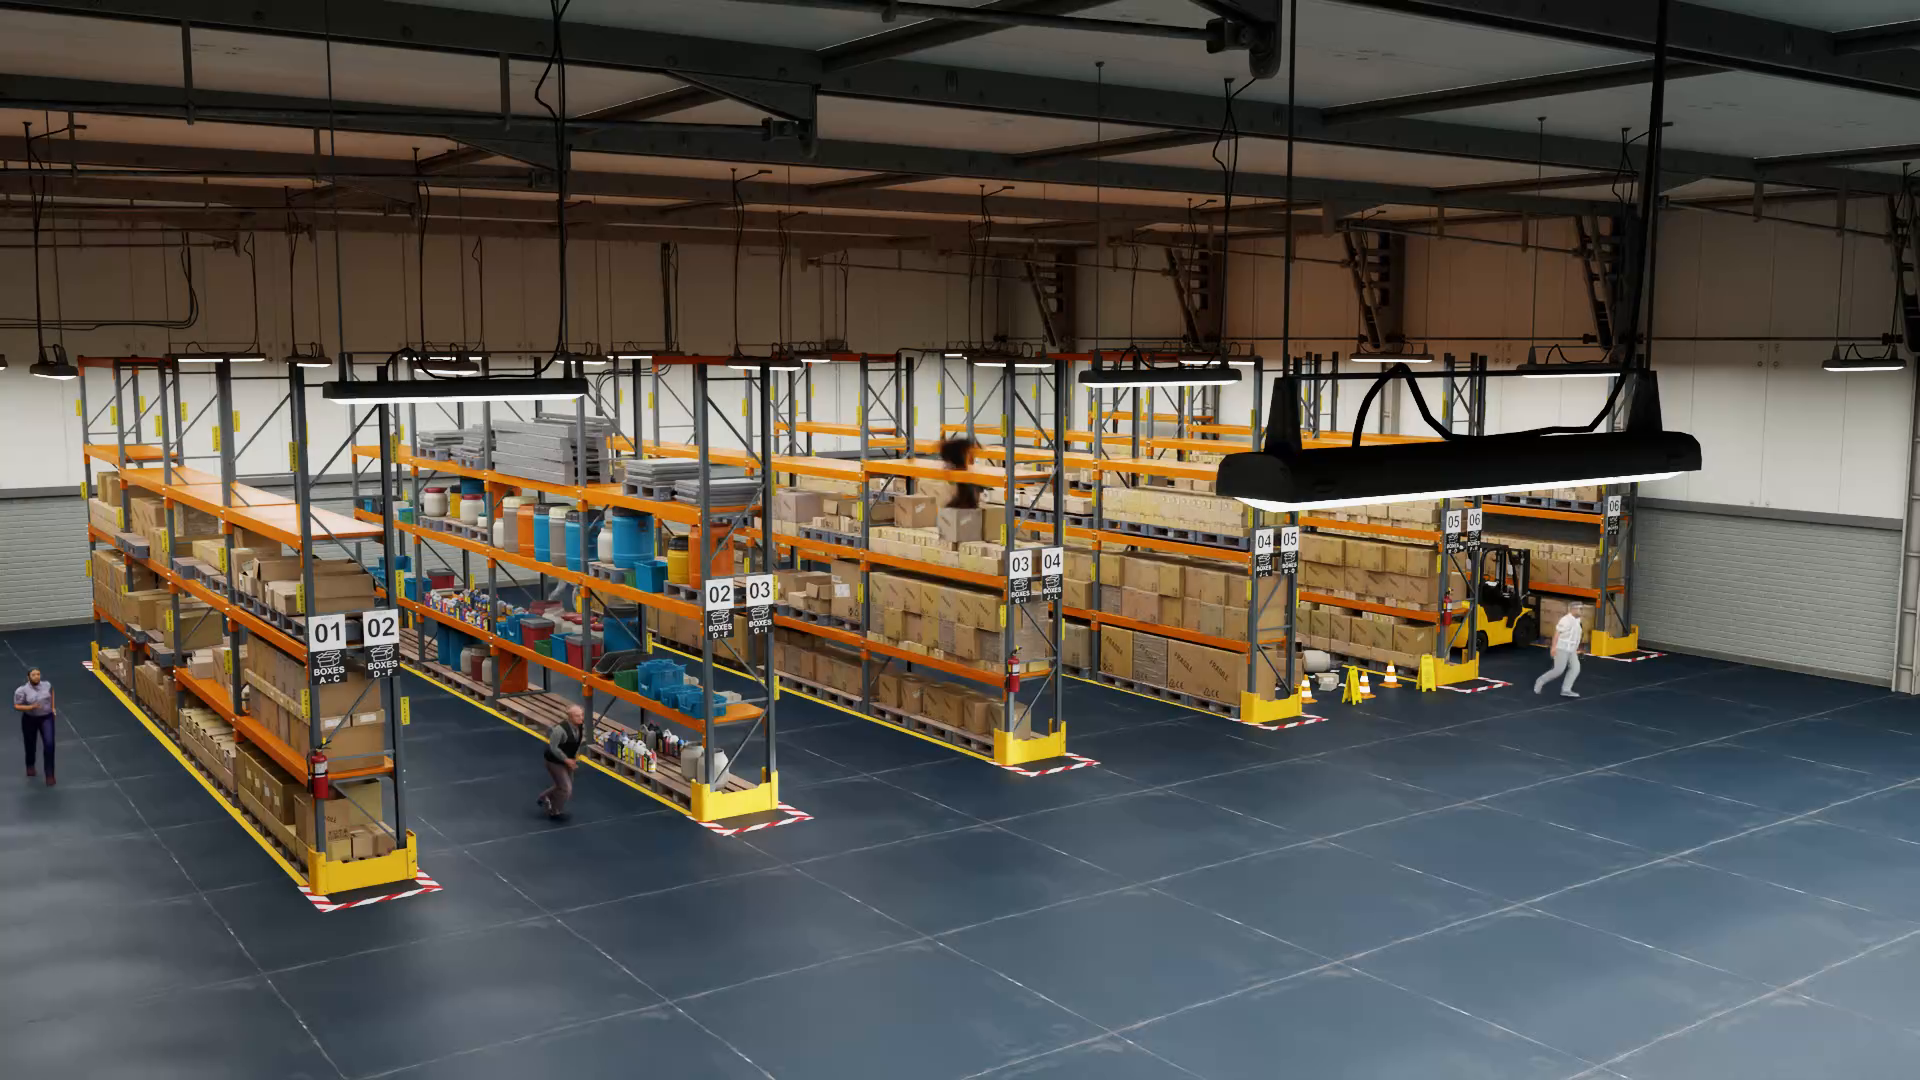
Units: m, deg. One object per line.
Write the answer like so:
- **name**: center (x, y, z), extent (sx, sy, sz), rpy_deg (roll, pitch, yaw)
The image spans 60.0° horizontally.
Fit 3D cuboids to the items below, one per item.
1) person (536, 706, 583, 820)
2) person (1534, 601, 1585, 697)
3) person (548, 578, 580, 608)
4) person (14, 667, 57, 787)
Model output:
- **person**: center (-5.270, 2.909, 21.854), extent (0.862, 1.567, 0.641), rpy_deg (2, 7, 17)
- **person**: center (10.645, 1.913, 29.498), extent (0.728, 1.701, 0.749), rpy_deg (7, 10, 44)
- **person**: center (-9.127, 0.780, 38.662), extent (1.059, 1.678, 0.695), rpy_deg (-1, 7, -7)
- **person**: center (-13.196, 2.644, 23.756), extent (0.562, 1.672, 0.855), rpy_deg (-5, 9, -37)
